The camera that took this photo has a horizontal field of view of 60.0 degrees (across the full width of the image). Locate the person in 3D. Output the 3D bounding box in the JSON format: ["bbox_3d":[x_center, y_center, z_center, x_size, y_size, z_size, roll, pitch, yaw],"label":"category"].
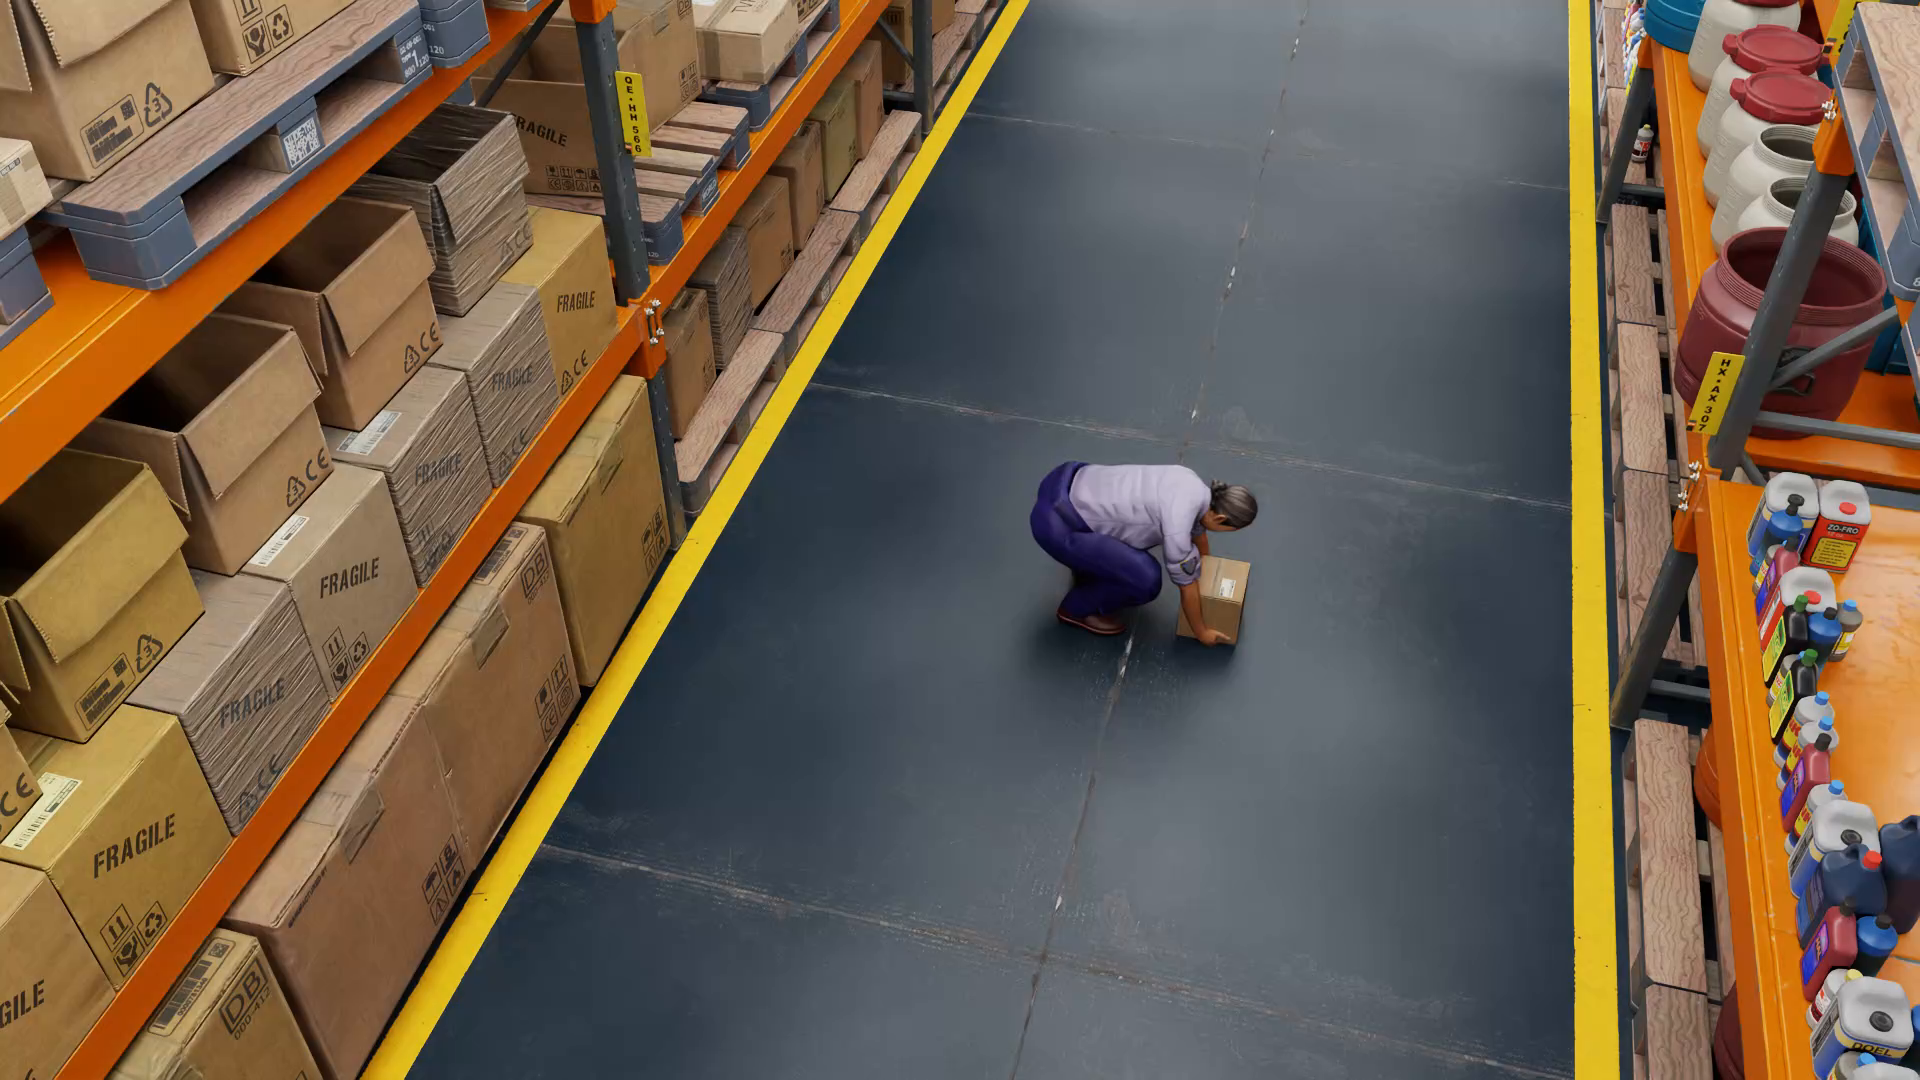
[{"bbox_3d":[0.657,0.003,6.874,0.717,0.723,0.509,9,42,10],"label":"person"}]
